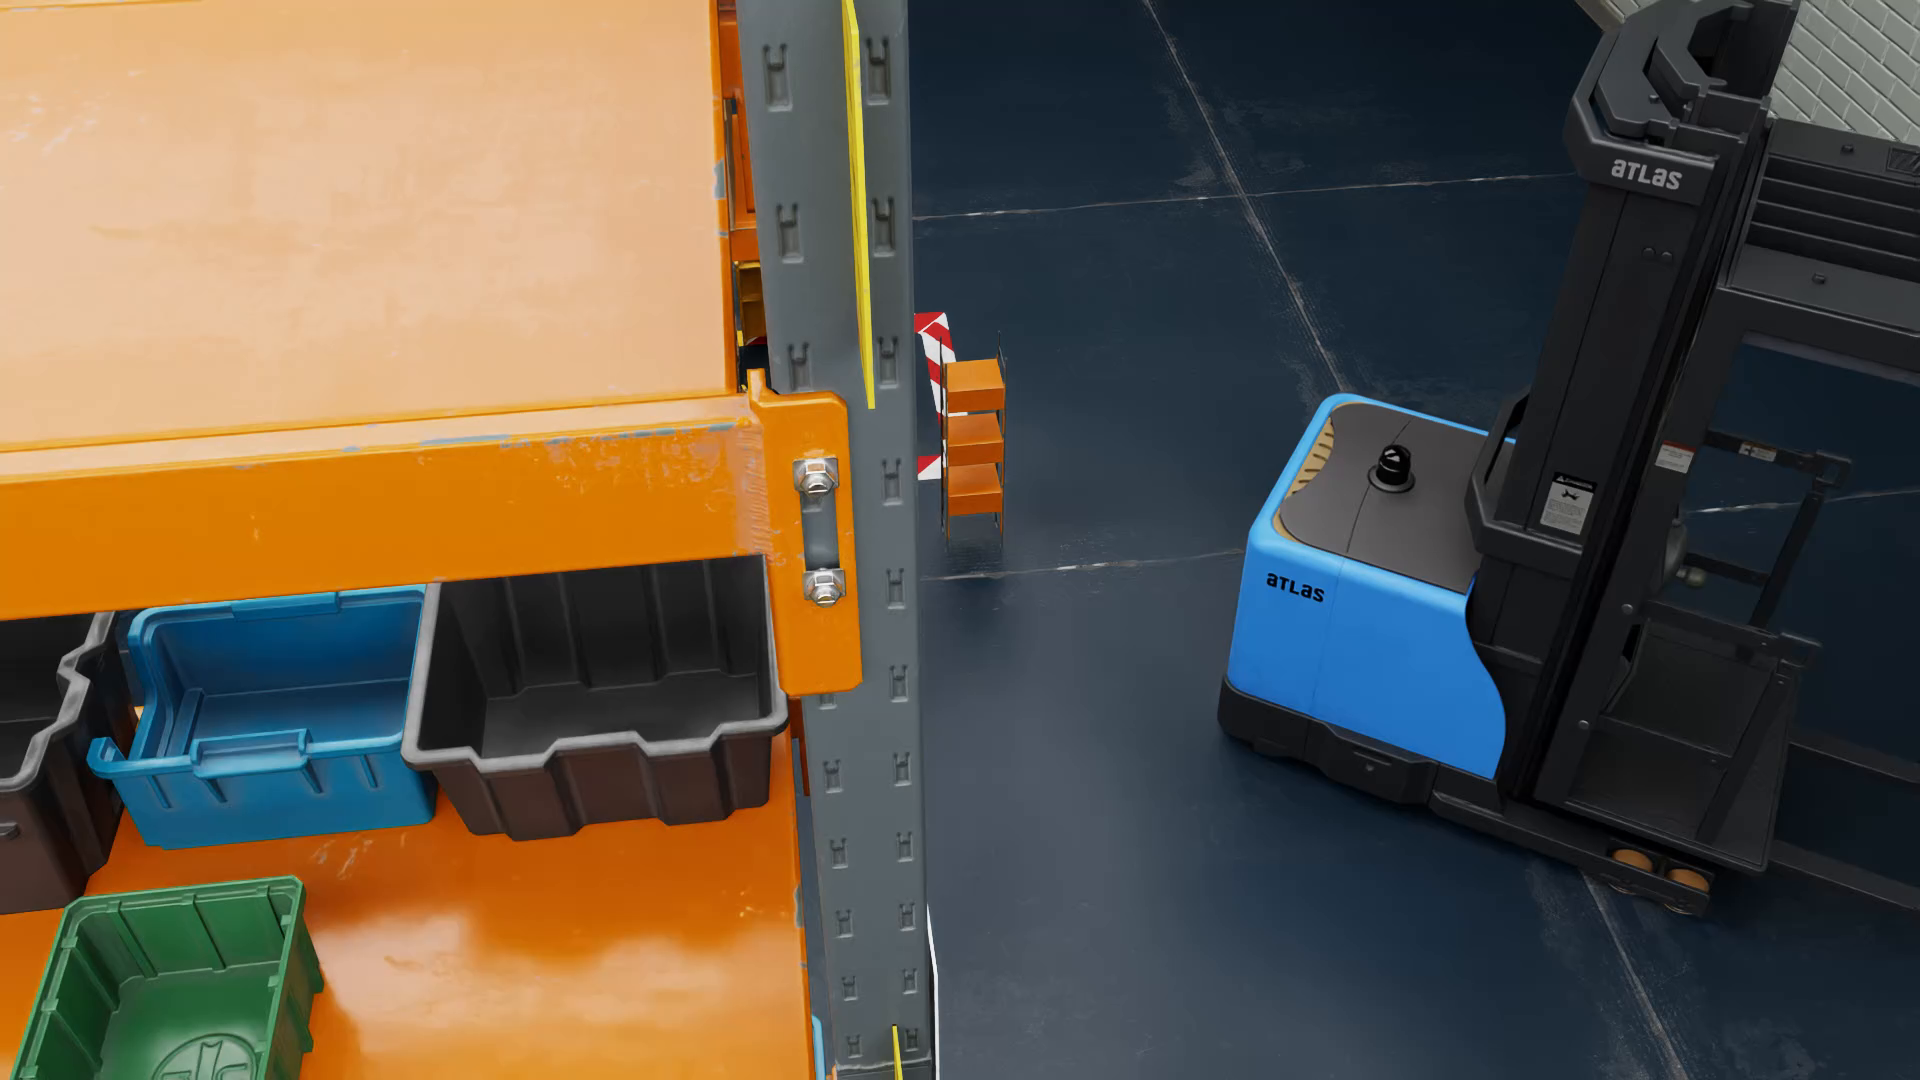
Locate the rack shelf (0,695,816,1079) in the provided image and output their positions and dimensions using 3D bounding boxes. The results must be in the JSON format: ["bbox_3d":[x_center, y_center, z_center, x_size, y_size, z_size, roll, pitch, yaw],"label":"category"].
[{"bbox_3d":[-2.148,0.813,2.622,4.000,0.370,1.077,-5,42,-6],"label":"rack shelf"}]

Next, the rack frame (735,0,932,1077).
[{"bbox_3d":[-0.165,-0.742,1.569,0.127,3.000,1.000,-5,42,-6],"label":"rack frame"}]

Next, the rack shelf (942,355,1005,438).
[{"bbox_3d":[0.053,-0.597,6.936,0.240,0.259,0.215,-5,42,-6],"label":"rack shelf"}]

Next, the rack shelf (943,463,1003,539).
[{"bbox_3d":[0.053,-0.180,7.312,0.240,0.259,0.215,-5,42,-6],"label":"rack shelf"}]

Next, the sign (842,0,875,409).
[{"bbox_3d":[-0.078,-0.258,1.273,0.005,0.325,0.100,-5,42,-6],"label":"sign"}]

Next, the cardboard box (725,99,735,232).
[{"bbox_3d":[-1.212,-1.621,6.949,0.500,0.500,0.500,-4,42,-4],"label":"cardboard box"}]

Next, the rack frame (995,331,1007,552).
[{"bbox_3d":[0.174,-0.405,7.130,0.008,1.050,0.200,-5,42,-6],"label":"rack frame"}]

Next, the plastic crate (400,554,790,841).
[{"bbox_3d":[-0.583,0.269,2.785,0.590,0.269,0.497,-5,42,-6],"label":"plastic crate"}]

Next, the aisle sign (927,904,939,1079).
[{"bbox_3d":[-0.056,0.709,2.499,0.004,0.787,0.394,-5,42,-6],"label":"aisle sign"}]

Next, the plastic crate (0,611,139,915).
[{"bbox_3d":[-1.716,0.345,2.649,0.767,0.338,0.504,-5,42,-6],"label":"plastic crate"}]

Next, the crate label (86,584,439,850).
[{"bbox_3d":[-1.122,0.293,2.772,0.502,0.251,0.408,-5,42,-6],"label":"crate label"}]

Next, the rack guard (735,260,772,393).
[{"bbox_3d":[-0.879,-0.869,8.055,0.348,0.500,1.175,-5,42,-6],"label":"rack guard"}]

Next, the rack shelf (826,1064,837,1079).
[{"bbox_3d":[-2.148,1.927,3.626,4.000,0.370,1.077,-5,42,-6],"label":"rack shelf"}]

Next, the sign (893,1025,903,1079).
[{"bbox_3d":[-0.078,0.775,2.205,0.005,0.325,0.100,-5,42,-6],"label":"sign"}]

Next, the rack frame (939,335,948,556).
[{"bbox_3d":[-0.068,-0.384,7.107,0.008,1.050,0.200,-5,42,-6],"label":"rack frame"}]

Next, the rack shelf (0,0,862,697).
[{"bbox_3d":[-2.148,-0.152,1.751,4.000,0.370,1.077,-5,42,-6],"label":"rack shelf"}]

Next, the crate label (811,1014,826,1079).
[{"bbox_3d":[-0.453,1.329,3.833,0.303,0.233,0.416,-5,42,-6],"label":"crate label"}]

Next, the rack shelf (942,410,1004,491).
[{"bbox_3d":[0.053,-0.387,7.126,0.240,0.259,0.215,-5,42,-6],"label":"rack shelf"}]

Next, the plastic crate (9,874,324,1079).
[{"bbox_3d":[-1.106,0.726,2.339,0.336,0.188,0.450,-5,42,-6],"label":"plastic crate"}]

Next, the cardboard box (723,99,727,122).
[{"bbox_3d":[-1.209,-1.991,6.612,0.500,0.500,0.500,-5,42,-6],"label":"cardboard box"}]

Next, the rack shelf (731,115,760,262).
[{"bbox_3d":[-2.787,-1.363,7.274,4.000,0.370,1.077,-5,42,-6],"label":"rack shelf"}]

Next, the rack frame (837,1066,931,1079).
[{"bbox_3d":[-0.165,1.486,3.578,0.127,3.000,1.000,-5,42,-6],"label":"rack frame"}]

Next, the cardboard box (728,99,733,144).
[{"bbox_3d":[-1.278,-1.978,7.343,0.500,0.500,0.500,-4,42,-5],"label":"cardboard box"}]

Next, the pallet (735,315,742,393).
[{"bbox_3d":[-1.669,-0.692,8.075,1.213,0.211,1.003,-5,42,-6],"label":"pallet"}]

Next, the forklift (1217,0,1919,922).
[{"bbox_3d":[2.568,-0.155,5.448,3.031,2.935,1.130,19,45,20],"label":"forklift"}]

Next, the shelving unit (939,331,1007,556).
[{"bbox_3d":[0.053,-0.394,7.119,0.252,1.050,0.215,-5,42,-6],"label":"shelving unit"}]
